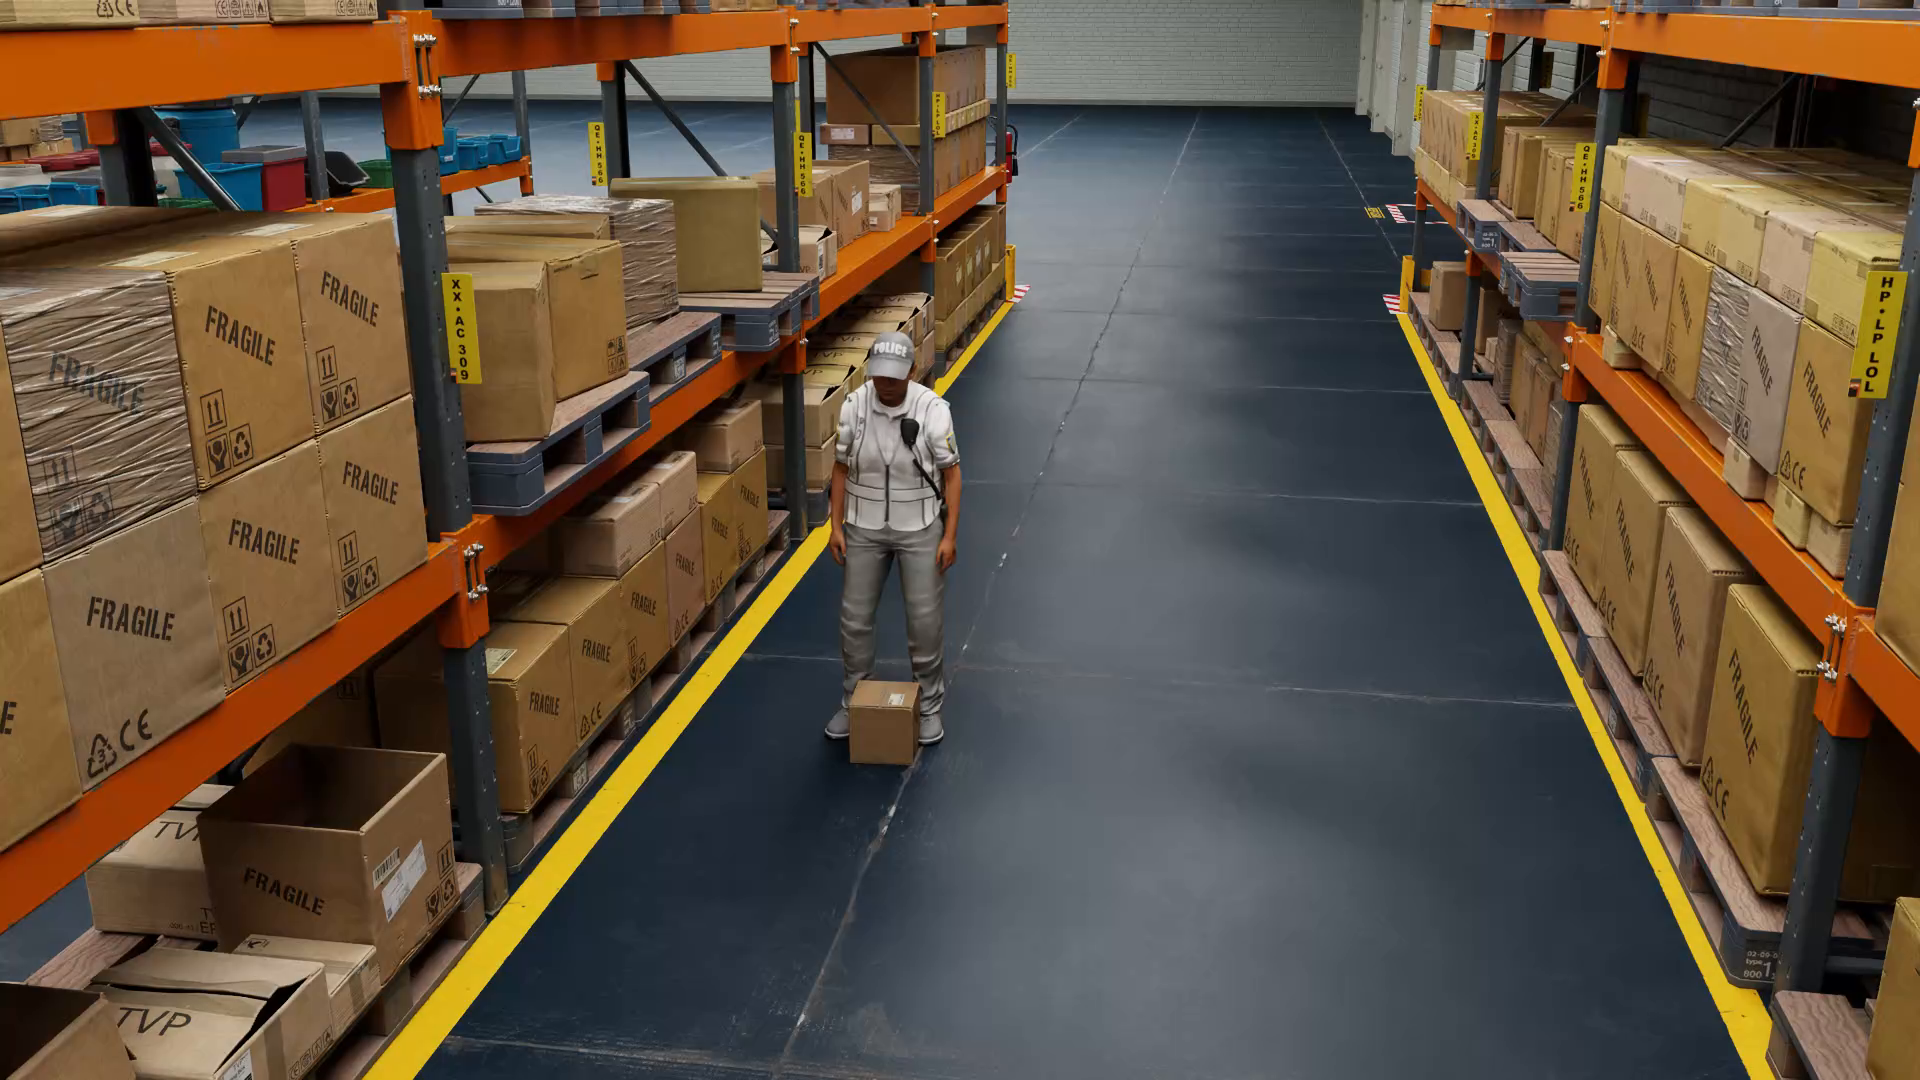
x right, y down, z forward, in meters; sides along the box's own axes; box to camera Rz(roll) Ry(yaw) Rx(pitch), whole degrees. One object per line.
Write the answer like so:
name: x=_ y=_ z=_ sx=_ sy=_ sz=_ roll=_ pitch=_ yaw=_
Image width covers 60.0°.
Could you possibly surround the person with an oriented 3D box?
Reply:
person: x=-0.268 y=-0.016 z=6.592 sx=0.538 sy=1.666 sz=0.465 roll=3 pitch=18 yaw=10
